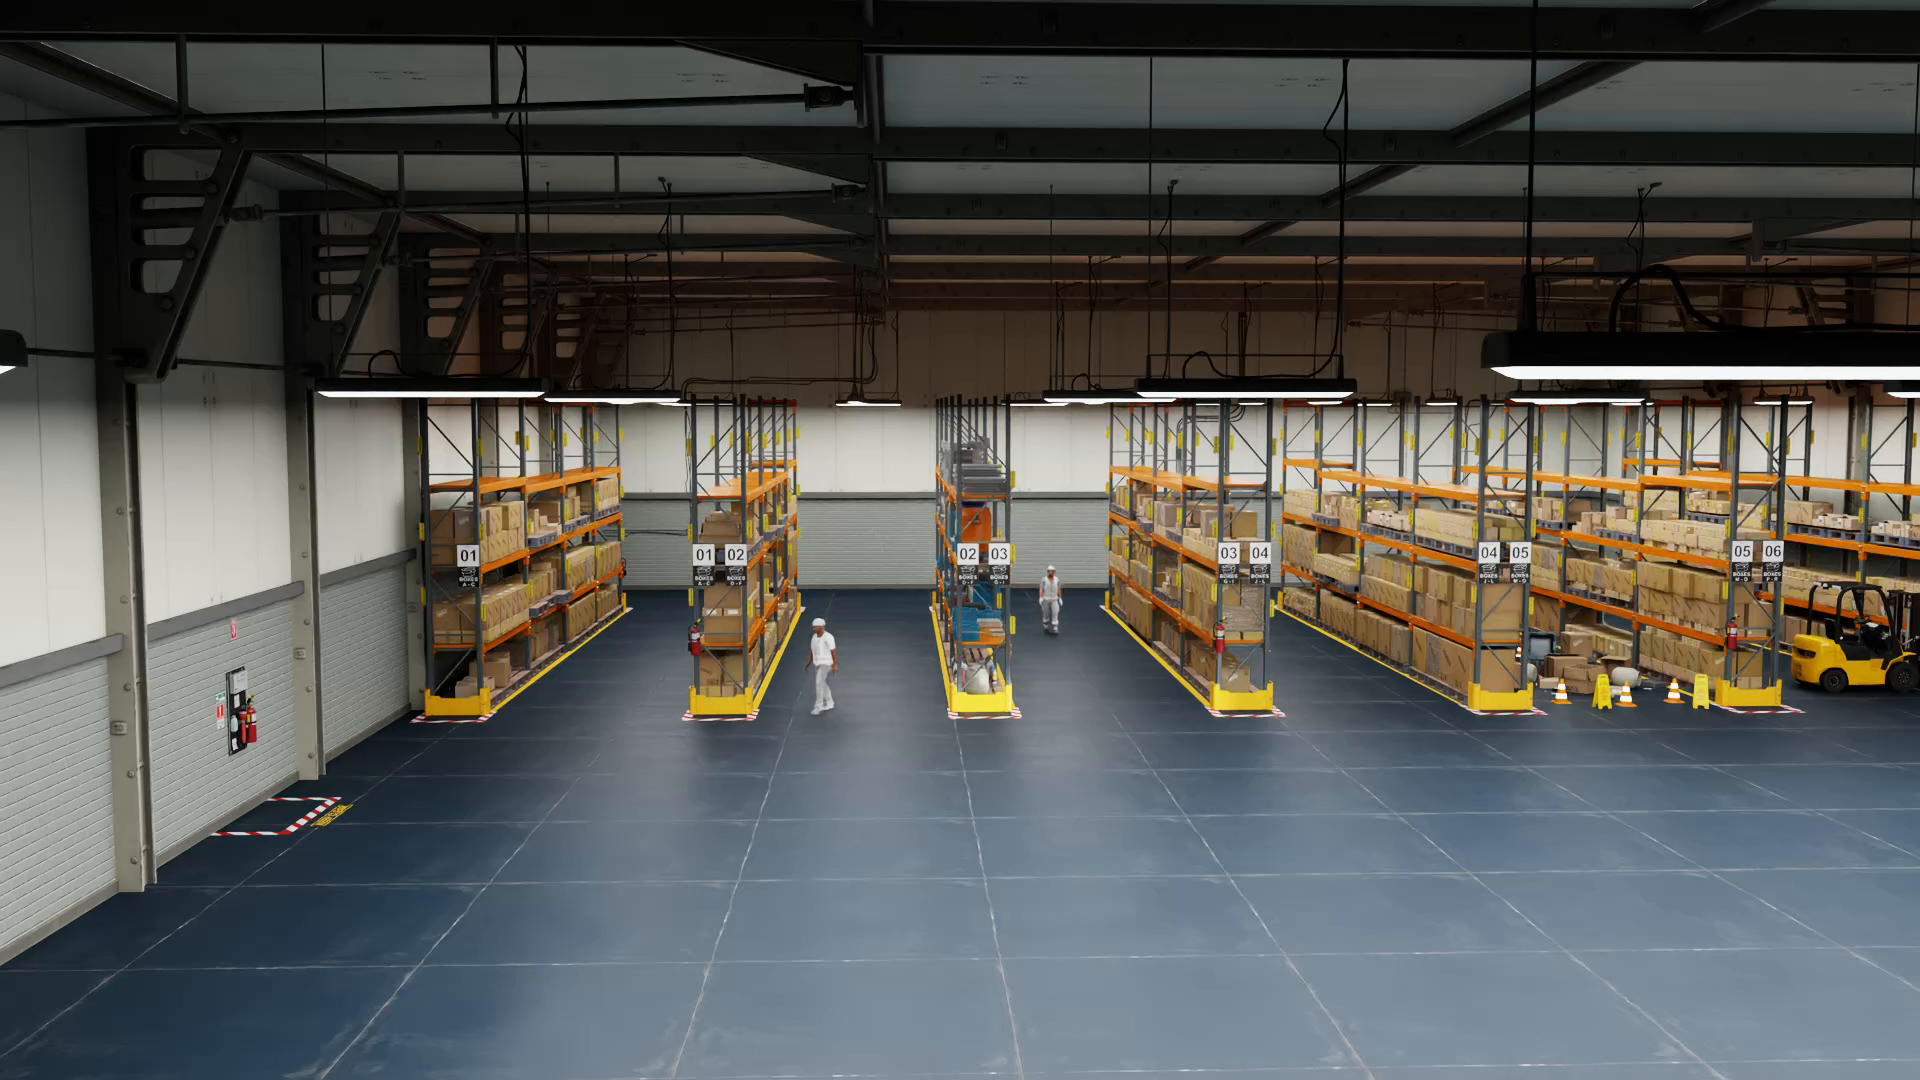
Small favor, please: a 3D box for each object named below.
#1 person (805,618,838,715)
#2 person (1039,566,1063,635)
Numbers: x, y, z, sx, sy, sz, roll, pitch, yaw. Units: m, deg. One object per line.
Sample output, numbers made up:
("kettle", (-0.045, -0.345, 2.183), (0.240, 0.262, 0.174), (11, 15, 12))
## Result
("person", (-2.676, 2.365, 31.461), (0.735, 1.757, 0.659), (-3, 6, -37))
("person", (2.314, 1.518, 42.272), (0.642, 1.730, 1.098), (0, 5, -6))
